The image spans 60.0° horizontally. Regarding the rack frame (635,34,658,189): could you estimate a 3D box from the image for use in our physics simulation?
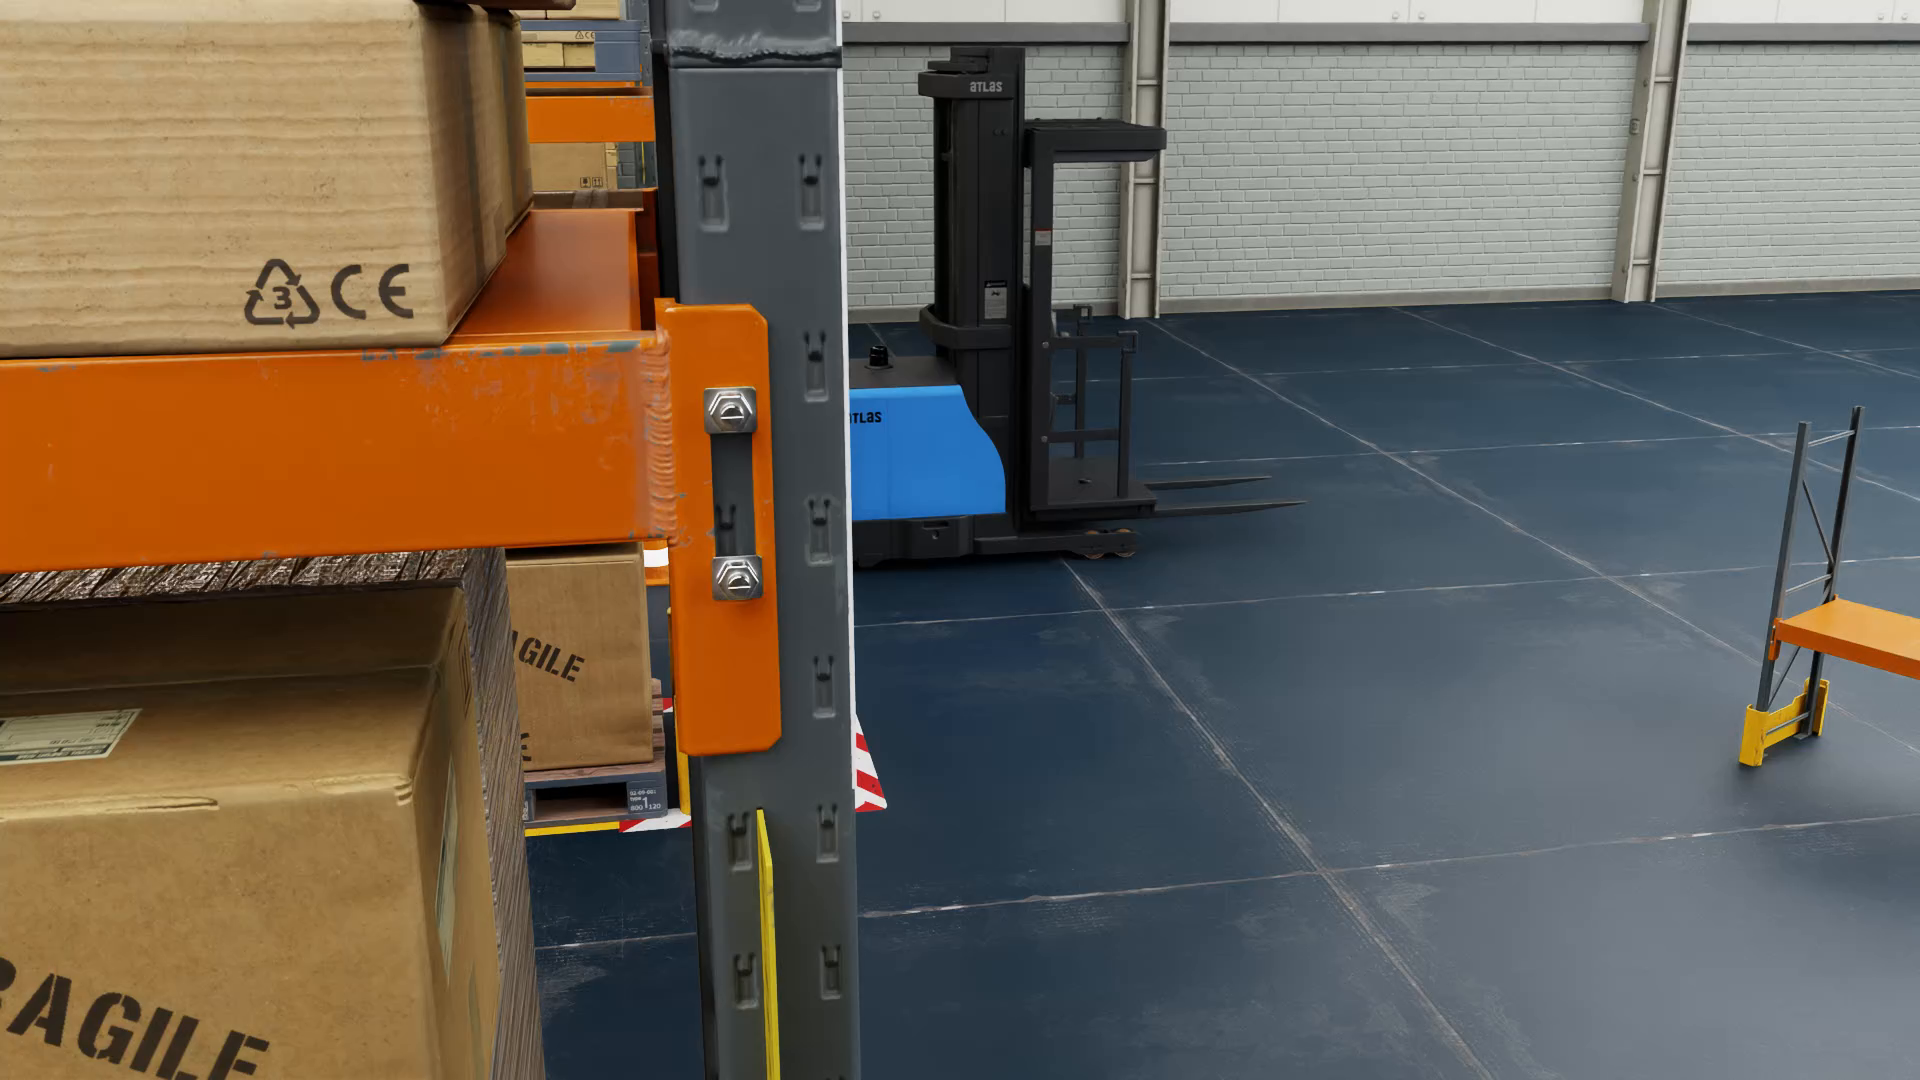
[{"bbox_3d":[-2.125,-1.917,11.445,0.127,3.000,1.000,-3,17,-10],"label":"rack frame"}]

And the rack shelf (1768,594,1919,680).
[{"bbox_3d":[3.929,0.487,6.784,0.538,0.185,1.000,-13,21,-36],"label":"rack shelf"}]

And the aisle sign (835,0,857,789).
[{"bbox_3d":[-0.128,-0.220,1.492,0.004,0.787,0.394,-3,17,-10],"label":"aisle sign"}]

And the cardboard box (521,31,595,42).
[{"bbox_3d":[-2.577,-3.316,10.638,0.500,0.250,0.500,-3,17,-11],"label":"cardboard box"}]

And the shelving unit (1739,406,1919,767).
[{"bbox_3d":[3.924,0.313,6.738,0.587,1.500,1.083,-13,21,-36],"label":"shelving unit"}]

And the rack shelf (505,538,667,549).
[{"bbox_3d":[-3.051,-0.041,6.561,4.000,0.370,1.077,-3,17,-10],"label":"rack shelf"}]

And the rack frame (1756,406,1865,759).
[{"bbox_3d":[3.620,0.197,7.117,0.500,1.500,0.032,-13,21,-36],"label":"rack frame"}]

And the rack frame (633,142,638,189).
[{"bbox_3d":[-3.071,-3.348,16.104,0.127,3.000,1.000,-3,17,-10],"label":"rack frame"}]

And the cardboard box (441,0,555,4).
[{"bbox_3d":[-0.459,-0.508,1.324,0.250,0.149,0.380,-3,17,-10],"label":"cardboard box"}]

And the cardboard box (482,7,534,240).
[{"bbox_3d":[-0.767,-0.470,1.881,0.500,0.250,0.500,-3,17,-9],"label":"cardboard box"}]

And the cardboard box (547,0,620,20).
[{"bbox_3d":[-1.349,-1.942,5.960,0.250,0.149,0.380,-3,17,-11],"label":"cardboard box"}]

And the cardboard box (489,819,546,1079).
[{"bbox_3d":[-0.791,0.772,2.012,0.500,0.500,0.875,-3,17,-10],"label":"cardboard box"}]

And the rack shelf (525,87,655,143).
[{"bbox_3d":[-3.051,-1.475,6.120,4.000,0.370,1.077,-3,17,-10],"label":"rack shelf"}]

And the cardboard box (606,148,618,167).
[{"bbox_3d":[-3.358,-3.606,15.668,0.250,0.149,0.380,-3,17,-10],"label":"cardboard box"}]

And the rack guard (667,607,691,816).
[{"bbox_3d":[-1.063,0.698,7.189,0.348,0.500,1.175,-3,17,-10],"label":"rack guard"}]

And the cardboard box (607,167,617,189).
[{"bbox_3d":[-3.504,-3.293,15.753,0.500,0.500,0.500,-4,17,-12],"label":"cardboard box"}]

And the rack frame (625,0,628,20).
[{"bbox_3d":[-3.071,-6.216,15.223,0.127,3.000,1.000,-3,17,-10],"label":"rack frame"}]

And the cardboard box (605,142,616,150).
[{"bbox_3d":[-3.382,-3.767,15.687,0.250,0.149,0.380,-3,17,-10],"label":"cardboard box"}]

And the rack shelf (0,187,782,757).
[{"bbox_3d":[-2.209,-0.039,1.447,4.000,0.370,1.077,-3,17,-10],"label":"rack shelf"}]

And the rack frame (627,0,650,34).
[{"bbox_3d":[-2.125,-4.785,10.565,0.127,3.000,1.000,-3,17,-10],"label":"rack frame"}]

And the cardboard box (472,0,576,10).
[{"bbox_3d":[-0.560,-0.665,1.834,0.250,0.149,0.380,-3,17,-11],"label":"cardboard box"}]

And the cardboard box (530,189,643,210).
[{"bbox_3d":[-1.459,-1.074,6.606,0.550,0.550,0.875,-3,17,-10],"label":"cardboard box"}]

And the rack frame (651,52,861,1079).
[{"bbox_3d":[-0.245,0.939,2.144,0.127,3.000,1.000,-3,17,-10],"label":"rack frame"}]

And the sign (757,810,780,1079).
[{"bbox_3d":[-0.160,0.396,1.403,0.005,0.325,0.100,-3,17,-10],"label":"sign"}]

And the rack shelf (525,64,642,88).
[{"bbox_3d":[-4.089,-2.896,10.748,4.000,0.370,1.077,-3,17,-10],"label":"rack shelf"}]

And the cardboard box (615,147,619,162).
[{"bbox_3d":[-3.453,-3.762,16.176,0.250,0.149,0.380,-4,17,-12],"label":"cardboard box"}]

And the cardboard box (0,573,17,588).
[{"bbox_3d":[-1.329,0.249,2.011,0.500,0.500,0.500,-3,17,-10],"label":"cardboard box"}]

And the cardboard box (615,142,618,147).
[{"bbox_3d":[-3.441,-3.891,16.090,0.250,0.149,0.380,-4,17,-12],"label":"cardboard box"}]

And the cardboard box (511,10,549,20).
[{"bbox_3d":[-1.597,-1.928,5.915,0.250,0.149,0.380,-3,17,-10],"label":"cardboard box"}]

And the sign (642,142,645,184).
[{"bbox_3d":[-2.040,-2.461,10.704,0.005,0.325,0.100,-3,17,-10],"label":"sign"}]

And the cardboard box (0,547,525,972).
[{"bbox_3d":[-0.837,0.224,2.095,0.500,0.500,0.500,-3,17,-10],"label":"cardboard box"}]

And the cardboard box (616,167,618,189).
[{"bbox_3d":[-3.610,-3.448,16.260,0.500,0.500,0.500,-3,17,-9],"label":"cardboard box"}]

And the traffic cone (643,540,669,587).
[{"bbox_3d":[-1.758,-0.008,9.549,0.334,0.463,0.336,-3,17,-10],"label":"traffic cone"}]

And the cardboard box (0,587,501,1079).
[{"bbox_3d":[-0.738,0.373,1.607,0.500,0.500,0.500,-3,17,-10],"label":"cardboard box"}]

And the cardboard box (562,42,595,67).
[{"bbox_3d":[-2.423,-3.131,10.715,0.250,0.149,0.380,-3,17,-10],"label":"cardboard box"}]

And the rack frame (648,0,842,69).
[{"bbox_3d":[-0.245,-1.928,1.263,0.127,3.000,1.000,-3,17,-10],"label":"rack frame"}]

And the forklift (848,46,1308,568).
[{"bbox_3d":[0.612,-1.436,9.996,3.031,2.935,1.130,-3,17,-11],"label":"forklift"}]

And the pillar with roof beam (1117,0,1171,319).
[{"bbox_3d":[2.783,-5.530,12.990,0.400,9.000,9.100,-3,17,-10],"label":"pillar with roof beam"}]

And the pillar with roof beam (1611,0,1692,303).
[{"bbox_3d":[8.674,-5.864,14.078,0.400,9.000,9.100,-3,17,-10],"label":"pillar with roof beam"}]

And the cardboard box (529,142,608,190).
[{"bbox_3d":[-2.585,-2.494,10.943,0.500,0.500,0.700,-4,17,-12],"label":"cardboard box"}]

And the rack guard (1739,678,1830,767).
[{"bbox_3d":[3.621,0.795,7.299,0.587,0.250,0.087,-13,21,-36],"label":"rack guard"}]

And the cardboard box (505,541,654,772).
[{"bbox_3d":[-1.740,0.376,6.883,0.875,0.875,0.875,-3,17,-10],"label":"cardboard box"}]

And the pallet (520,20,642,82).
[{"bbox_3d":[-1.813,-1.843,6.246,1.213,0.211,1.003,-3,17,-10],"label":"pallet"}]

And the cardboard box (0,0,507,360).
[{"bbox_3d":[-0.670,-0.323,1.400,0.500,0.250,0.500,-3,17,-9],"label":"cardboard box"}]

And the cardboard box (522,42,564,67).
[{"bbox_3d":[-2.661,-3.107,10.639,0.250,0.149,0.380,-3,17,-10],"label":"cardboard box"}]

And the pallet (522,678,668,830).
[{"bbox_3d":[-1.857,0.904,7.009,1.213,0.211,1.003,-3,17,-10],"label":"pallet"}]
